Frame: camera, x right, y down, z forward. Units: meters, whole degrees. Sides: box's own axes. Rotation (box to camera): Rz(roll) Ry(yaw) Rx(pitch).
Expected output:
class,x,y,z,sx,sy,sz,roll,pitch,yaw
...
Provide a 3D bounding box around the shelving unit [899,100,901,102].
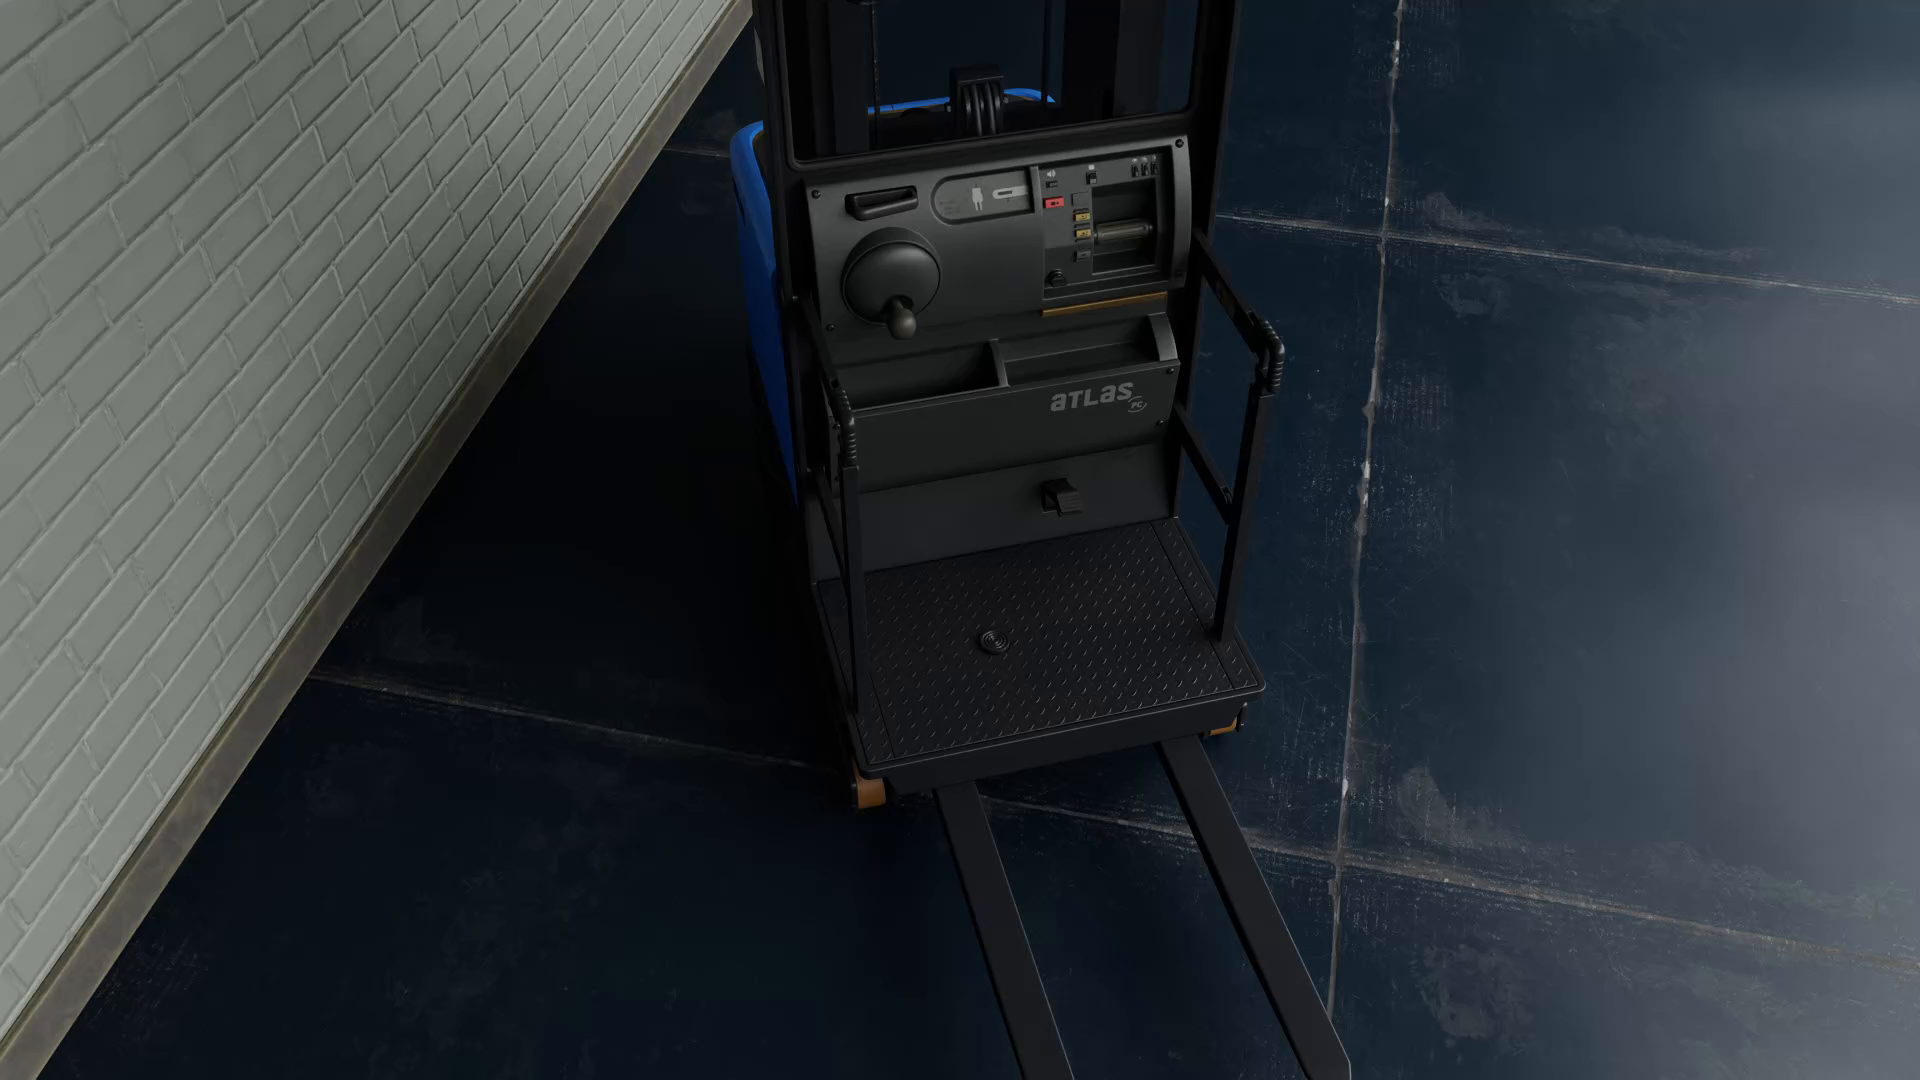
class,x,y,z,sx,sy,sz,roll,pitch,yaw
shelving unit,-0.265,-1.018,5.659,0.210,0.900,0.258,-10,45,-11

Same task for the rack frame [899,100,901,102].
class,x,y,z,sx,sy,sz,roll,pitch,yaw
rack frame,-0.167,-1.036,5.677,0.006,0.900,0.240,-10,45,-11

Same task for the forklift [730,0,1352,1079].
class,x,y,z,sx,sy,sz,roll,pitch,yaw
forklift,0.159,-0.635,3.796,1.130,2.935,3.031,-10,45,-11
